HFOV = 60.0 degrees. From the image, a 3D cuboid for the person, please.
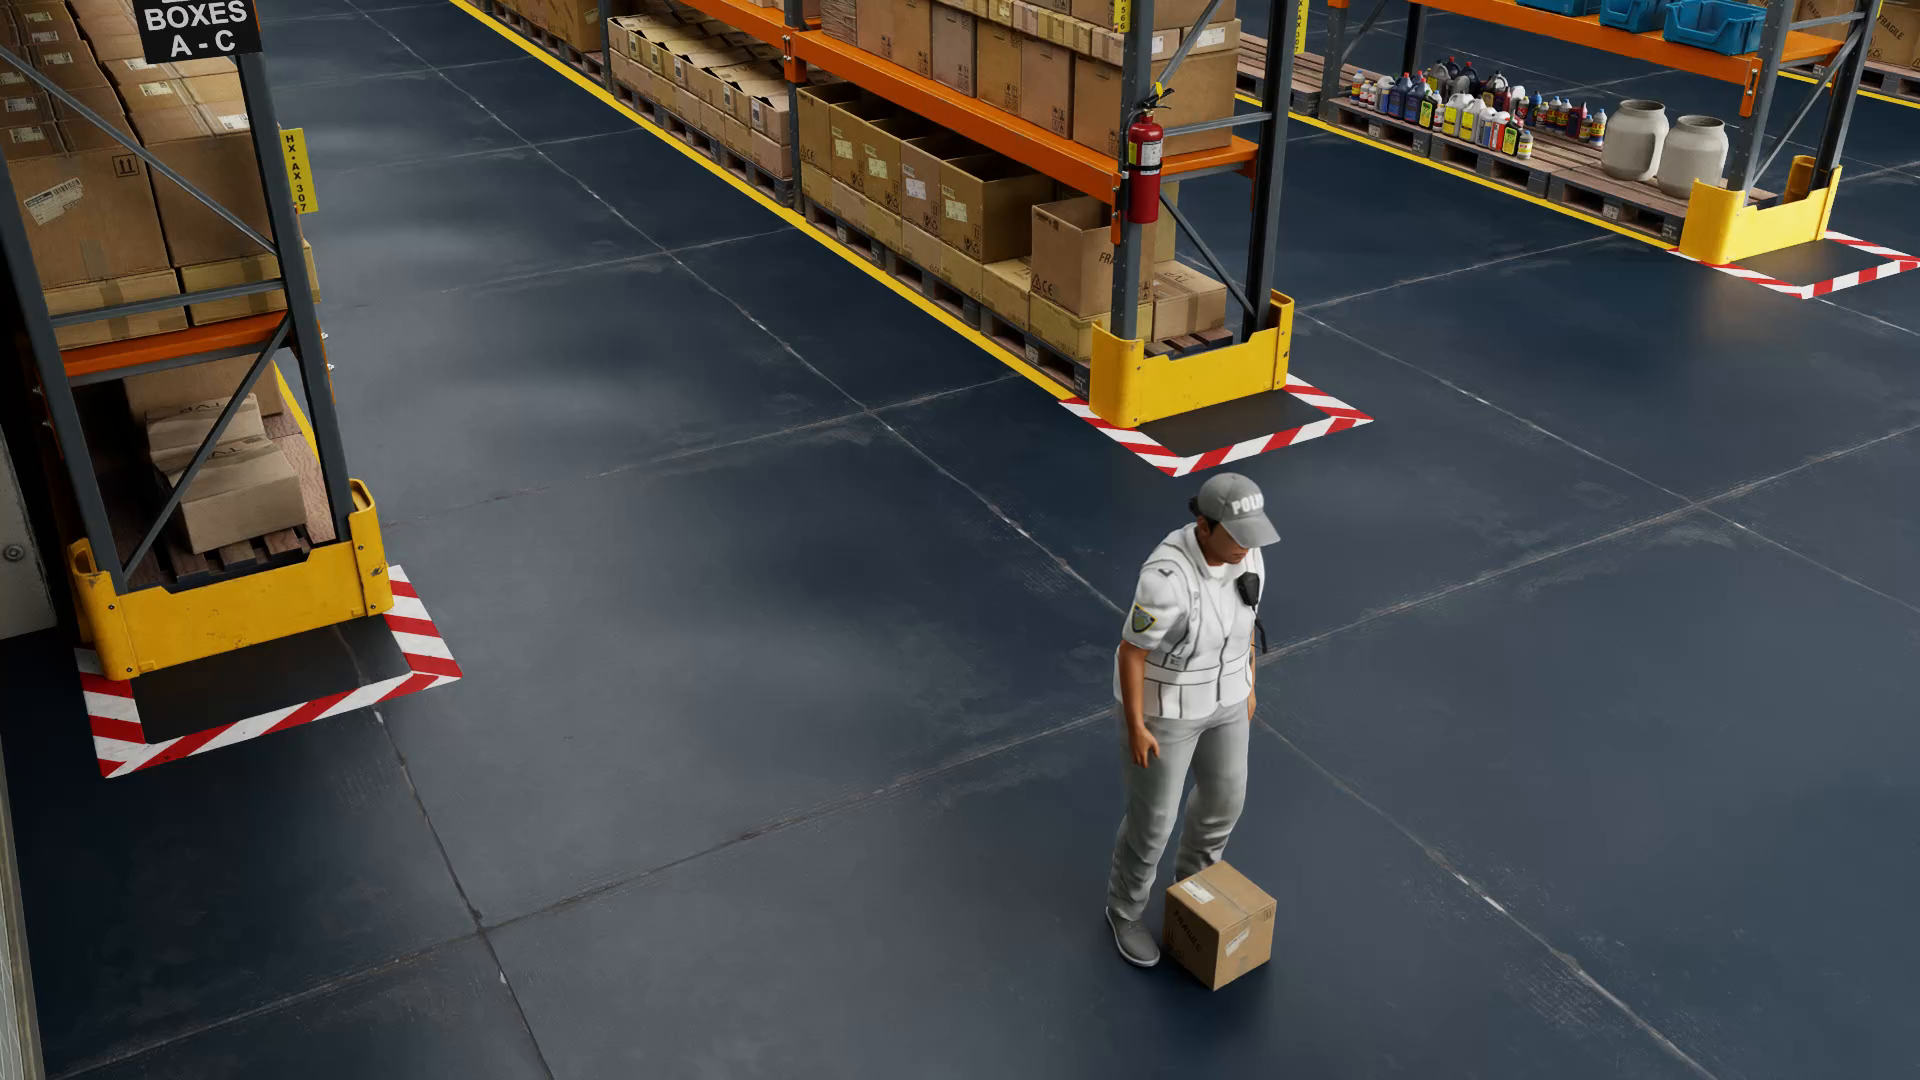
[{"bbox_3d":[0.720,0.530,5.171,0.547,1.664,0.467,-17,34,-28],"label":"person"}]
